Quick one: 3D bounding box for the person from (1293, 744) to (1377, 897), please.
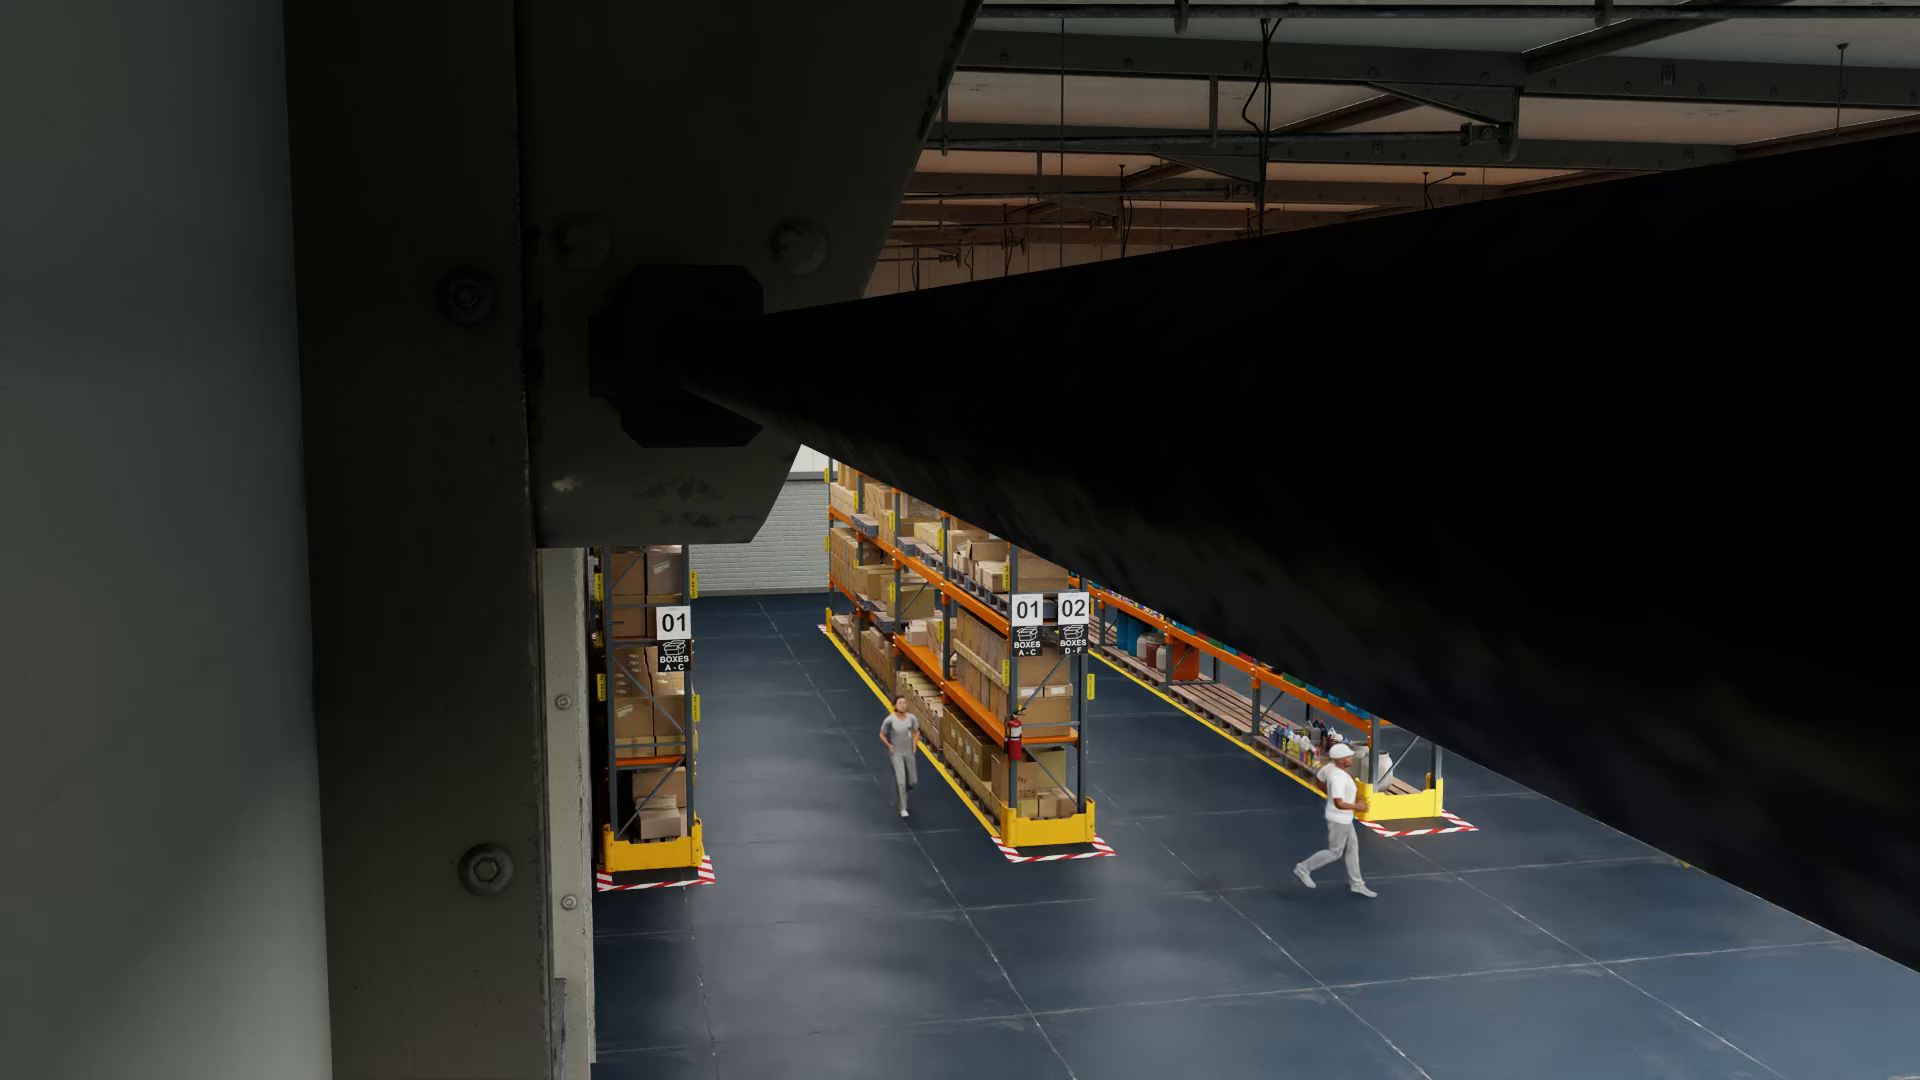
[{"bbox_3d":[4.308,3.201,18.998,0.952,1.784,0.715,1,7,11],"label":"person"}]

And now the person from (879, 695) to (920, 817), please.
[{"bbox_3d":[-0.805,2.874,22.369,0.563,1.619,0.609,-2,7,-16],"label":"person"}]
